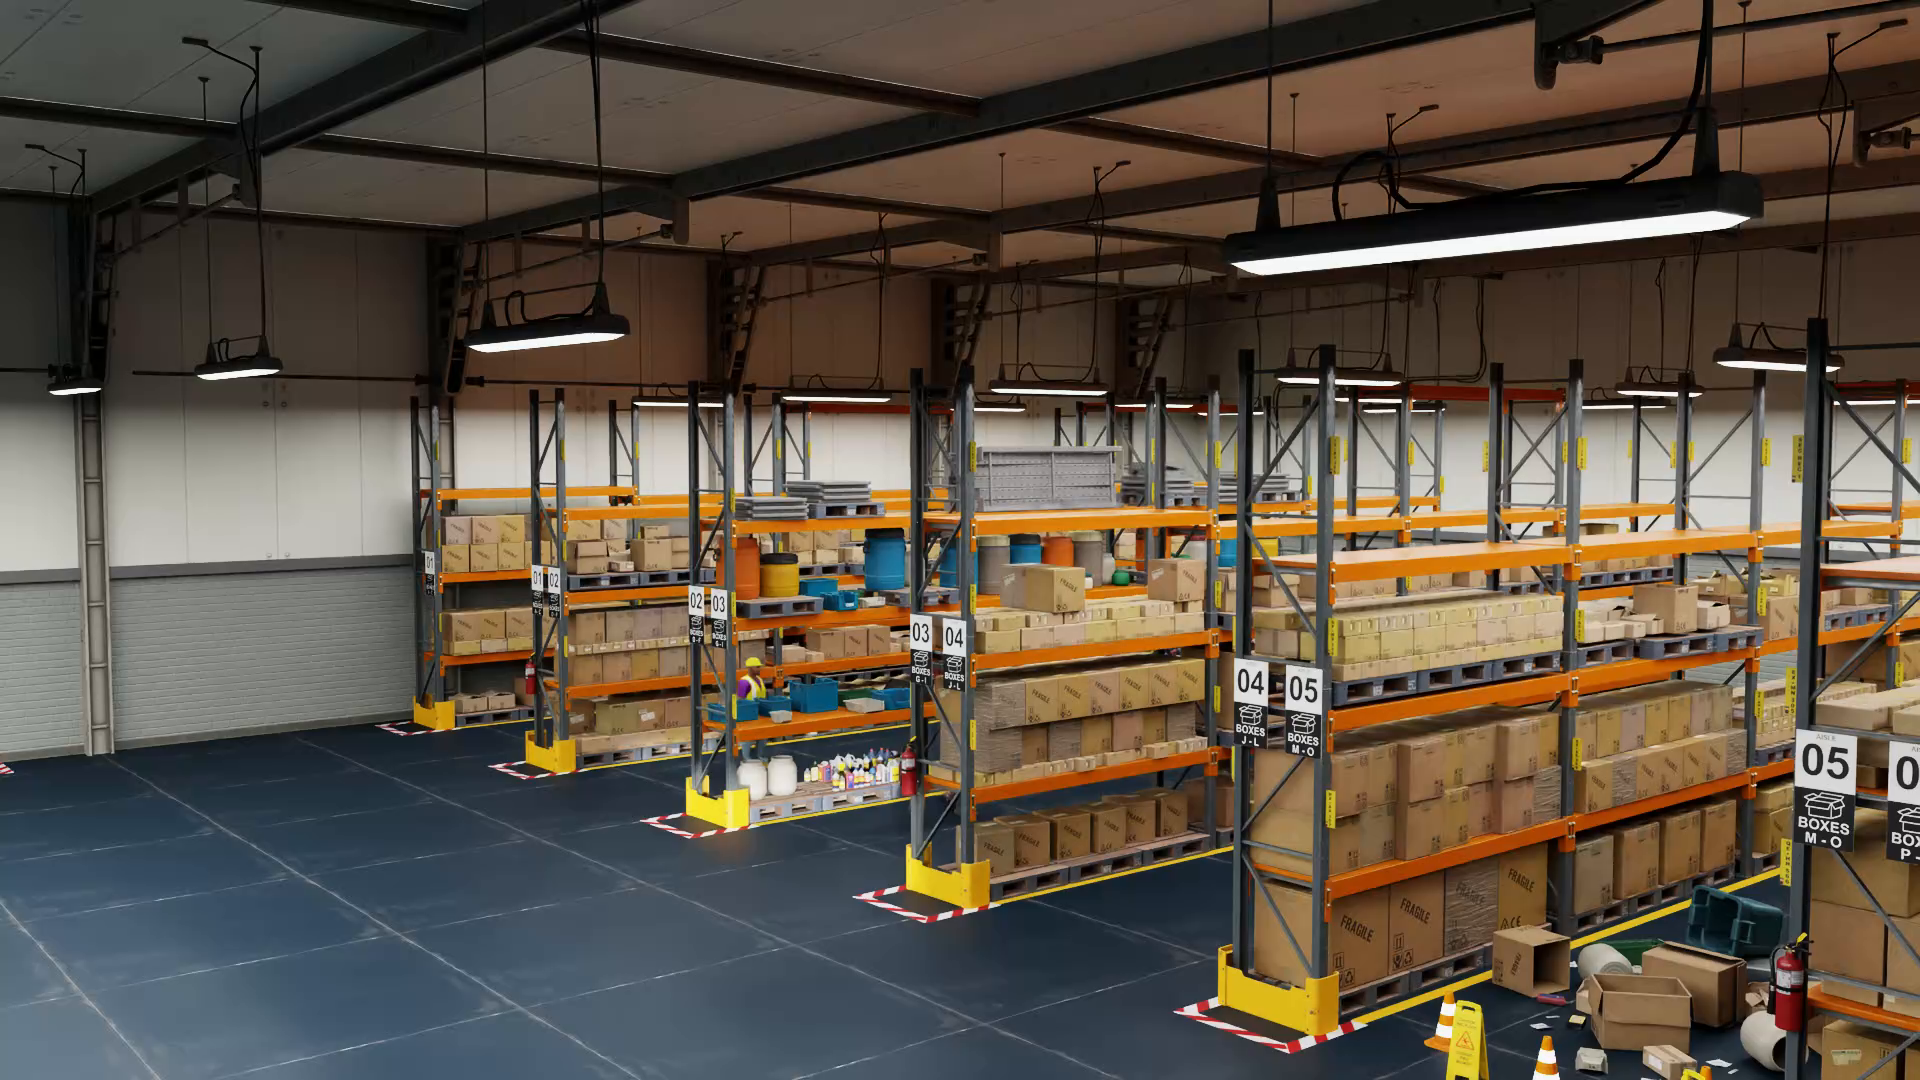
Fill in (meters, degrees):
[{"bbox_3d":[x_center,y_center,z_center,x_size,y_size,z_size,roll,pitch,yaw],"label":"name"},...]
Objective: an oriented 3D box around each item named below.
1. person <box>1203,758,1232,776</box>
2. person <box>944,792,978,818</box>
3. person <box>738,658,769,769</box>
[{"bbox_3d":[4.005,2.766,25.880,0.423,1.820,0.594,1,4,16],"label":"person"},{"bbox_3d":[0.026,2.952,22.729,0.487,1.707,0.498,0,3,-1],"label":"person"},{"bbox_3d":[-3.227,2.754,26.175,0.447,1.796,0.623,2,4,30],"label":"person"}]
